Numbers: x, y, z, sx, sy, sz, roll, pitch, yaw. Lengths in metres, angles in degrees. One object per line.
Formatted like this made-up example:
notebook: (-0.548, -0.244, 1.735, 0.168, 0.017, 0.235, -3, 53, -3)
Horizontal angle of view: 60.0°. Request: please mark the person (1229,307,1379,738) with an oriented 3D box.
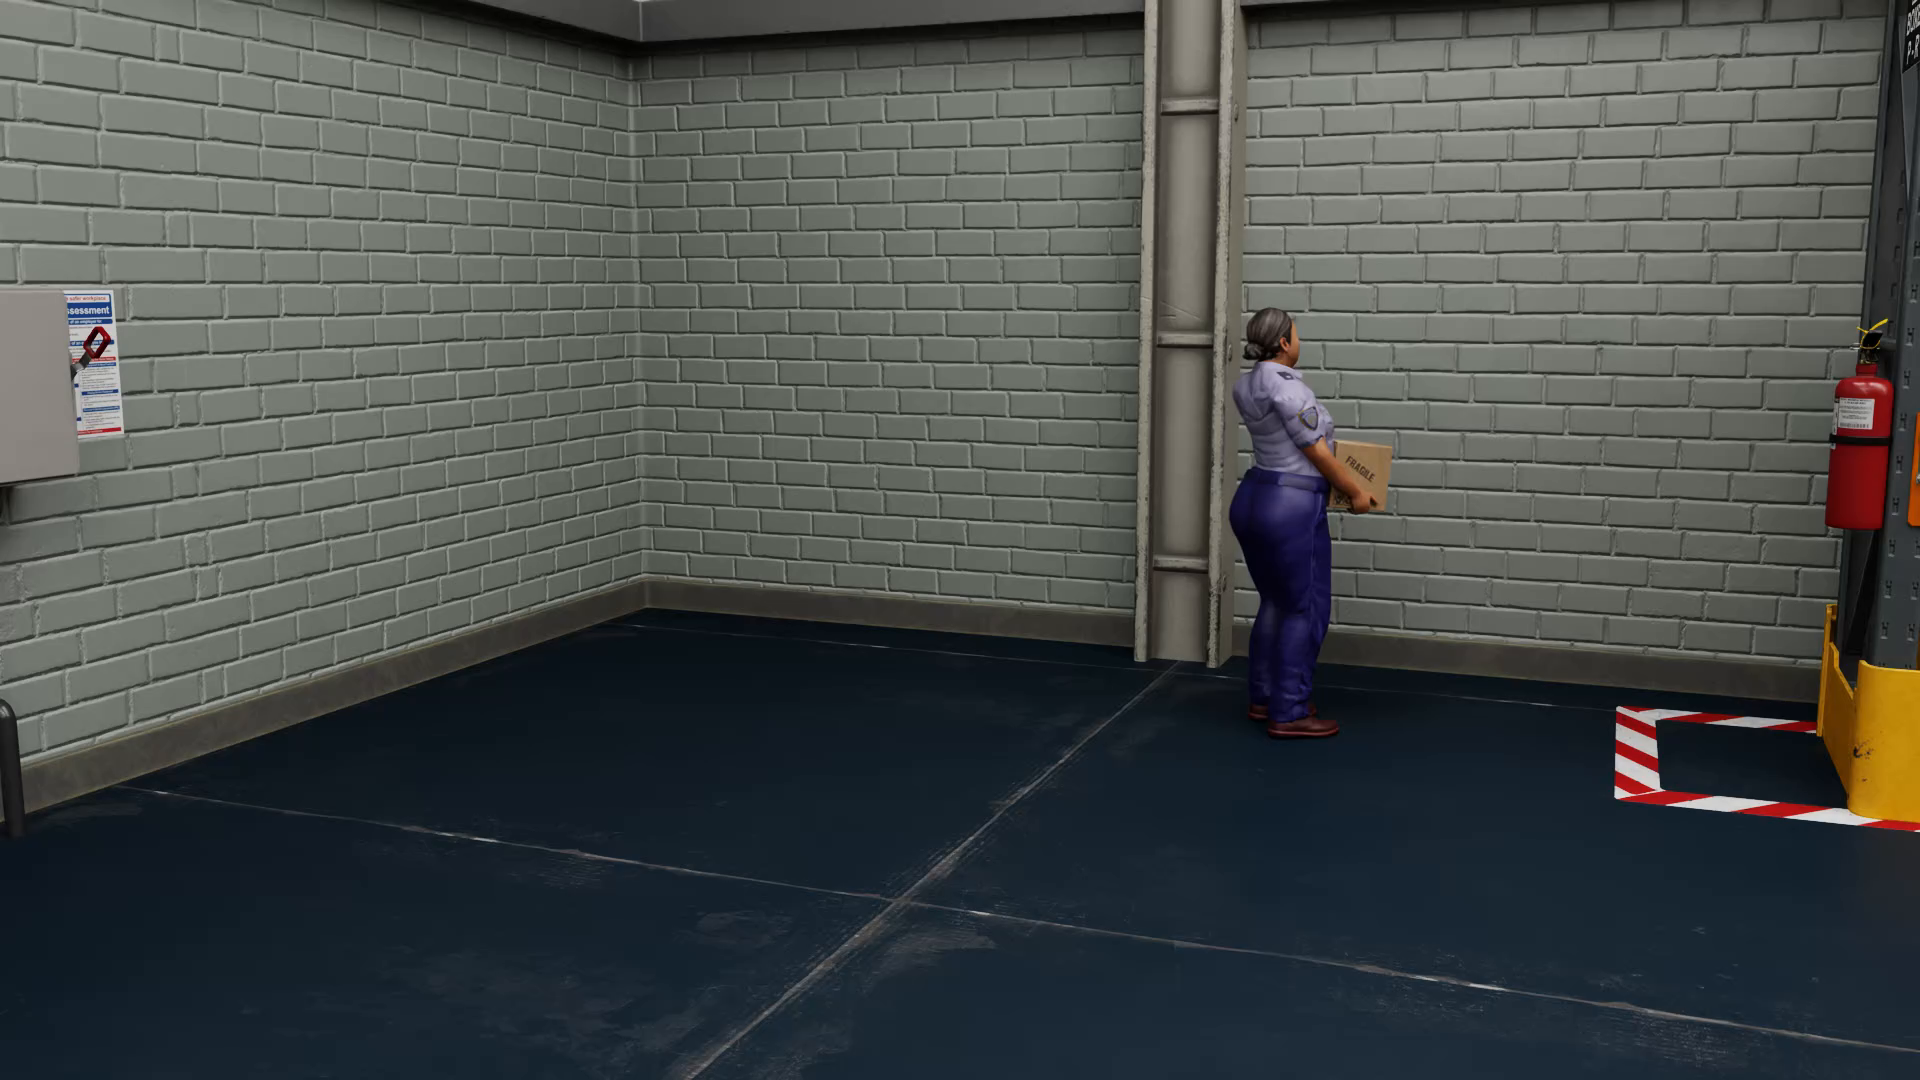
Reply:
person: (1.317, -0.077, 6.439, 0.513, 1.634, 0.452, -3, 9, -19)
